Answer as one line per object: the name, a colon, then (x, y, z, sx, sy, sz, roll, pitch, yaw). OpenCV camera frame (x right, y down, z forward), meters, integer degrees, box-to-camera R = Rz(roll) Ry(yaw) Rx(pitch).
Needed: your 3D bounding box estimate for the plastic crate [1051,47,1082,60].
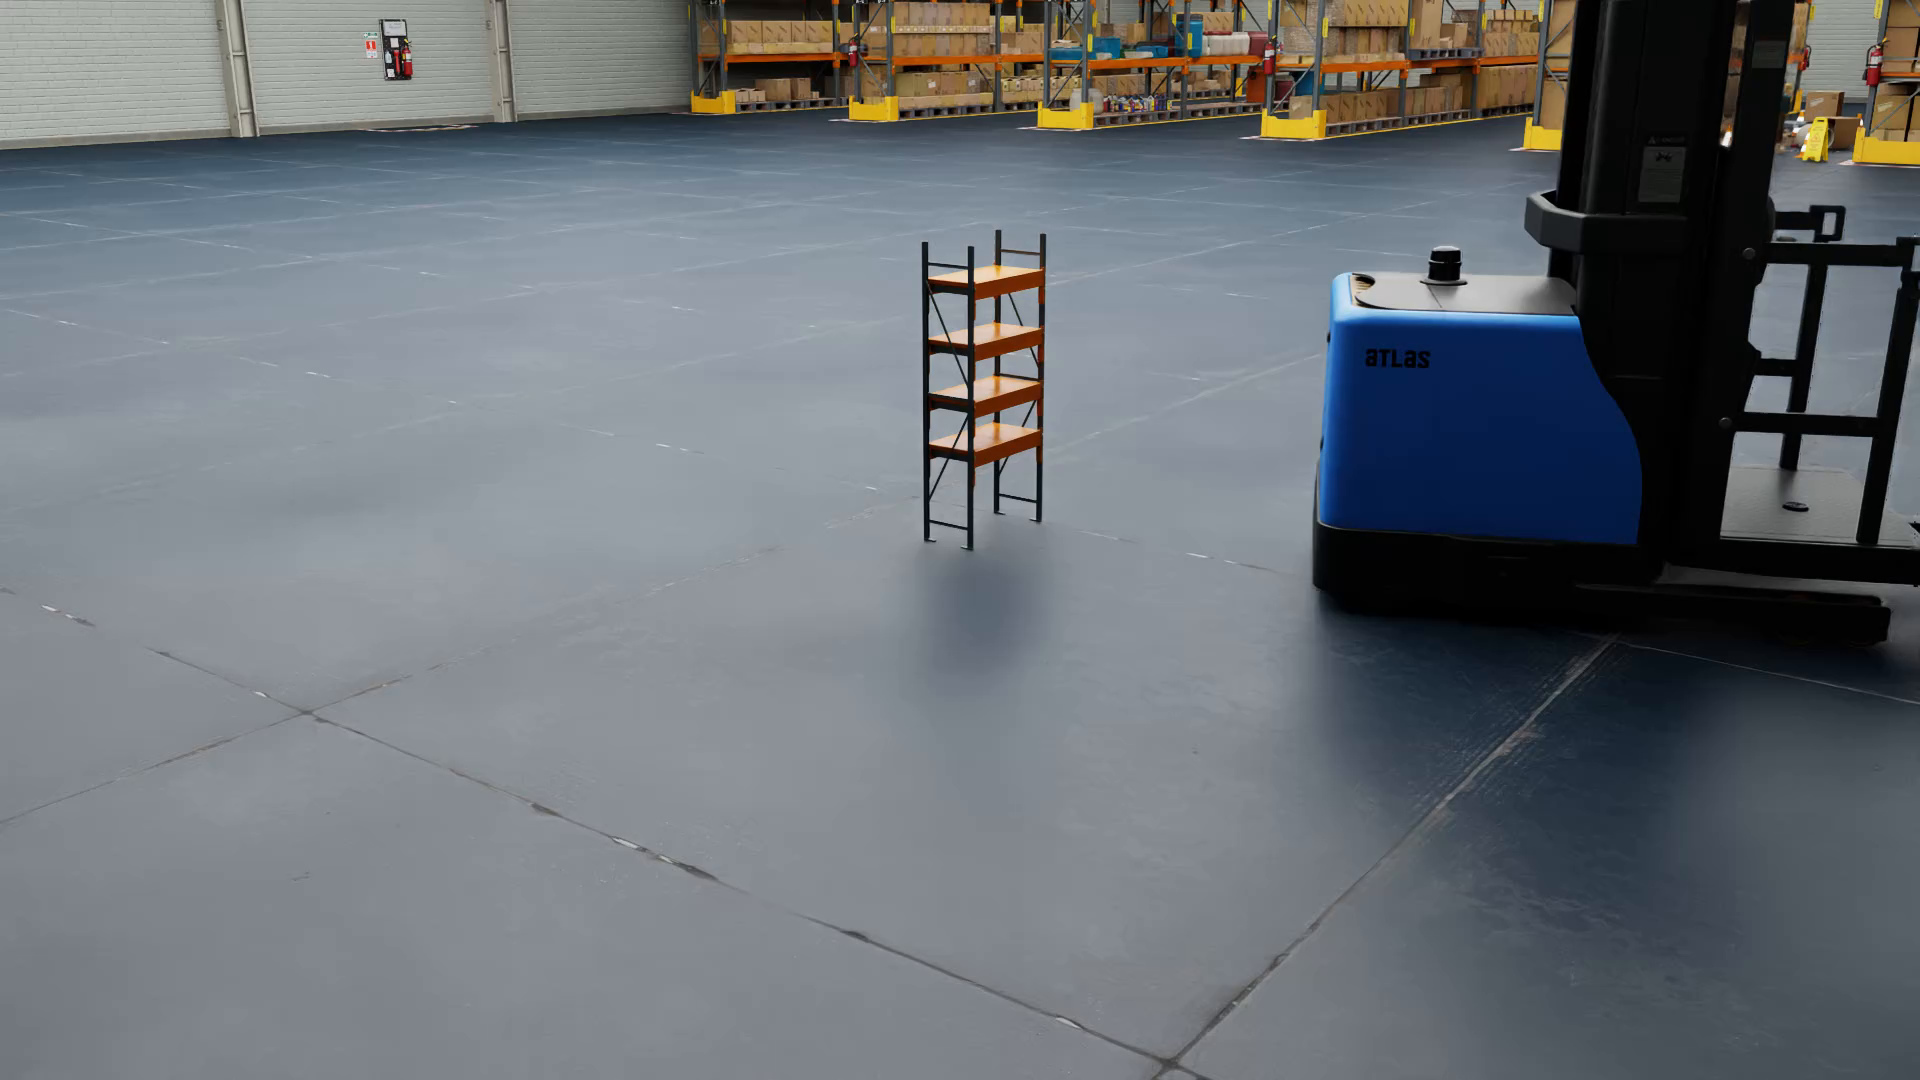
plastic crate: (2.170, -9.819, 33.557, 0.499, 0.251, 0.616, 12, 21, 35)

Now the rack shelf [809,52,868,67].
rack shelf: (-2.269, -12.554, 43.326, 1.077, 0.370, 4.000, 12, 21, 35)

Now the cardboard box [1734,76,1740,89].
cardboard box: (15.992, -9.571, 34.748, 0.500, 0.250, 0.500, 13, 21, 35)

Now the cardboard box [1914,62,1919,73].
cardboard box: (14.417, -7.016, 24.703, 0.380, 0.149, 0.250, 13, 21, 35)

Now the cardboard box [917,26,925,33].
cardboard box: (-1.000, -11.190, 36.456, 0.380, 0.149, 0.250, 12, 21, 34)

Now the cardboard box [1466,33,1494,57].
cardboard box: (11.365, -10.864, 36.501, 0.500, 0.500, 0.500, 13, 22, 36)

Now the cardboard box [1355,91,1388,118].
cardboard box: (8.203, -8.714, 33.254, 0.500, 0.500, 0.500, 12, 21, 33)

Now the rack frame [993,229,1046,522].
rack frame: (0.244, -0.671, 6.880, 0.240, 1.200, 0.015, 12, 21, 35)

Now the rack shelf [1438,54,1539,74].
rack shelf: (12.048, -10.881, 37.939, 1.077, 0.370, 4.000, 12, 21, 35)

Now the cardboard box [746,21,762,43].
cardboard box: (-5.016, -11.941, 39.094, 0.500, 0.500, 0.500, 12, 21, 35)

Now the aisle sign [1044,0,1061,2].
aisle sign: (1.831, -10.995, 32.709, 0.394, 0.787, 0.004, 12, 21, 35)

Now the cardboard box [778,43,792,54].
cardboard box: (-4.389, -11.833, 40.011, 0.500, 0.250, 0.500, 13, 21, 35)

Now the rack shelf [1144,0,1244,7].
rack shelf: (6.478, -15.018, 46.201, 1.077, 0.370, 4.000, 12, 21, 35)

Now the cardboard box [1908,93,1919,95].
cardboard box: (14.625, -6.699, 25.922, 0.500, 0.500, 0.500, 13, 22, 37)

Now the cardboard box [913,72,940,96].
cardboard box: (-0.782, -10.169, 37.096, 0.500, 0.500, 0.500, 12, 21, 35)

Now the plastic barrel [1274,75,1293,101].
plastic barrel: (7.829, -11.061, 40.663, 0.600, 0.588, 0.708, 12, 21, 35)

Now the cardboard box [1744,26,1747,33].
cardboard box: (16.303, -10.725, 34.935, 0.380, 0.149, 0.250, 11, 21, 32)

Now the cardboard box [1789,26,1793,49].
cardboard box: (18.574, -11.429, 37.821, 0.500, 0.500, 0.500, 14, 22, 37)

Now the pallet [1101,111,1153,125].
pallet: (3.335, -8.895, 35.031, 1.003, 0.211, 1.213, 12, 21, 35)

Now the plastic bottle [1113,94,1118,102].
plastic bottle: (3.315, -9.351, 35.522, 0.144, 0.351, 0.185, 12, 21, 34)

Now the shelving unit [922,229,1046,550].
shelving unit: (0.099, -0.612, 6.693, 0.258, 1.200, 0.503, 12, 21, 35)

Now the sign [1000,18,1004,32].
sign: (0.966, -11.901, 38.415, 0.100, 0.325, 0.005, 12, 21, 35)

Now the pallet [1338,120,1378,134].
pallet: (7.375, -8.006, 32.169, 1.003, 0.211, 1.213, 12, 21, 35)

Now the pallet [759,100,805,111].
pallet: (-4.559, -10.632, 40.624, 1.003, 0.211, 1.213, 12, 21, 35)

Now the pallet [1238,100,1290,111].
pallet: (7.315, -10.487, 40.158, 1.003, 0.211, 1.213, 12, 21, 35)

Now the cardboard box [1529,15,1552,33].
cardboard box: (13.730, -12.199, 39.455, 0.500, 0.500, 0.500, 12, 21, 35)

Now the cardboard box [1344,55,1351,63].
cardboard box: (7.063, -8.983, 31.038, 0.380, 0.149, 0.250, 12, 21, 35)

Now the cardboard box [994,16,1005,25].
cardboard box: (0.920, -14.608, 46.758, 0.500, 0.250, 0.500, 13, 21, 36)

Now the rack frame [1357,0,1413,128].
rack frame: (8.473, -9.796, 33.230, 1.000, 3.000, 0.127, 12, 21, 35)

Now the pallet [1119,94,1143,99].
pallet: (4.105, -11.629, 43.834, 1.003, 0.211, 1.213, 12, 21, 35)

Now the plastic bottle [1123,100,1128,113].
plastic bottle: (3.443, -9.002, 34.533, 0.097, 0.271, 0.097, 0, 17, 0)

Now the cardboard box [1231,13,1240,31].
cardboard box: (7.625, -14.776, 47.413, 0.500, 0.500, 0.500, 12, 21, 34)

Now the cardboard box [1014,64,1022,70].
cardboard box: (1.588, -13.804, 48.551, 0.380, 0.149, 0.250, 12, 21, 34)

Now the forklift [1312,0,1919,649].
forklift: (2.840, -1.207, 5.688, 3.031, 2.935, 1.130, 3, 18, 11)

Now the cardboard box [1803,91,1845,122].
cardboard box: (14.984, -7.520, 28.839, 0.500, 0.500, 0.500, 12, 21, 35)

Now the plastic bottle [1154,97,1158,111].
plastic bottle: (4.165, -9.288, 35.432, 0.061, 0.283, 0.133, 14, 22, 38)

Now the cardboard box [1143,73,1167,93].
cardboard box: (5.222, -12.301, 44.770, 0.500, 0.500, 0.500, 12, 21, 34)

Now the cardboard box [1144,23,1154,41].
cardboard box: (4.824, -13.628, 44.692, 0.700, 0.500, 0.500, 5, 18, 16)

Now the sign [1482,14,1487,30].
sign: (11.298, -11.170, 35.836, 0.100, 0.325, 0.005, 12, 21, 35)

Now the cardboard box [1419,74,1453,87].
cardboard box: (10.173, -9.830, 35.549, 0.500, 0.250, 0.500, 16, 23, 41)

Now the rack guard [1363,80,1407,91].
rack guard: (11.649, -12.343, 45.649, 1.175, 0.500, 0.348, 12, 21, 35)

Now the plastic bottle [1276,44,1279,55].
plastic bottle: (7.487, -11.631, 39.357, 0.097, 0.271, 0.097, 0, 17, 0)

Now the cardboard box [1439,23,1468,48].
cardboard box: (10.315, -10.710, 35.299, 0.500, 0.500, 0.700, -16, 24, -42)

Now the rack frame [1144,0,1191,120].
rack frame: (4.495, -10.671, 36.048, 1.000, 3.000, 0.127, 12, 21, 35)

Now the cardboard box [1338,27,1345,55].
cardboard box: (6.641, -9.299, 30.961, 0.875, 0.500, 0.500, 12, 21, 35)

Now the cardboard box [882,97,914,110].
cardboard box: (-1.366, -9.570, 36.432, 0.500, 0.250, 0.500, 12, 21, 35)

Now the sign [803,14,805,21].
sign: (-3.909, -13.072, 41.827, 0.100, 0.325, 0.005, 12, 21, 35)

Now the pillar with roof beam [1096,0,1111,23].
pillar with roof beam: (8.060, -18.180, 50.113, 9.100, 9.000, 0.400, 12, 21, 35)

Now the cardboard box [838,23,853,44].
cardboard box: (-3.130, -12.795, 41.977, 0.700, 0.500, 0.500, 12, 21, 35)

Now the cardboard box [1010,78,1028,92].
cardboard box: (1.268, -10.875, 39.688, 0.500, 0.311, 0.500, 12, 21, 34)

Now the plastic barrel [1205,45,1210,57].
plastic barrel: (5.407, -10.893, 36.997, 0.301, 0.262, 0.301, 0, 17, 0)

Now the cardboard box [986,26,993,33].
cardboard box: (0.530, -11.802, 38.428, 0.380, 0.149, 0.250, 12, 21, 35)

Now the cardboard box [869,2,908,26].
cardboard box: (-1.544, -11.383, 35.986, 0.700, 0.500, 0.500, 13, 21, 35)

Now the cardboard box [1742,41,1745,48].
cardboard box: (16.312, -10.441, 35.023, 0.380, 0.149, 0.250, 14, 22, 37)
